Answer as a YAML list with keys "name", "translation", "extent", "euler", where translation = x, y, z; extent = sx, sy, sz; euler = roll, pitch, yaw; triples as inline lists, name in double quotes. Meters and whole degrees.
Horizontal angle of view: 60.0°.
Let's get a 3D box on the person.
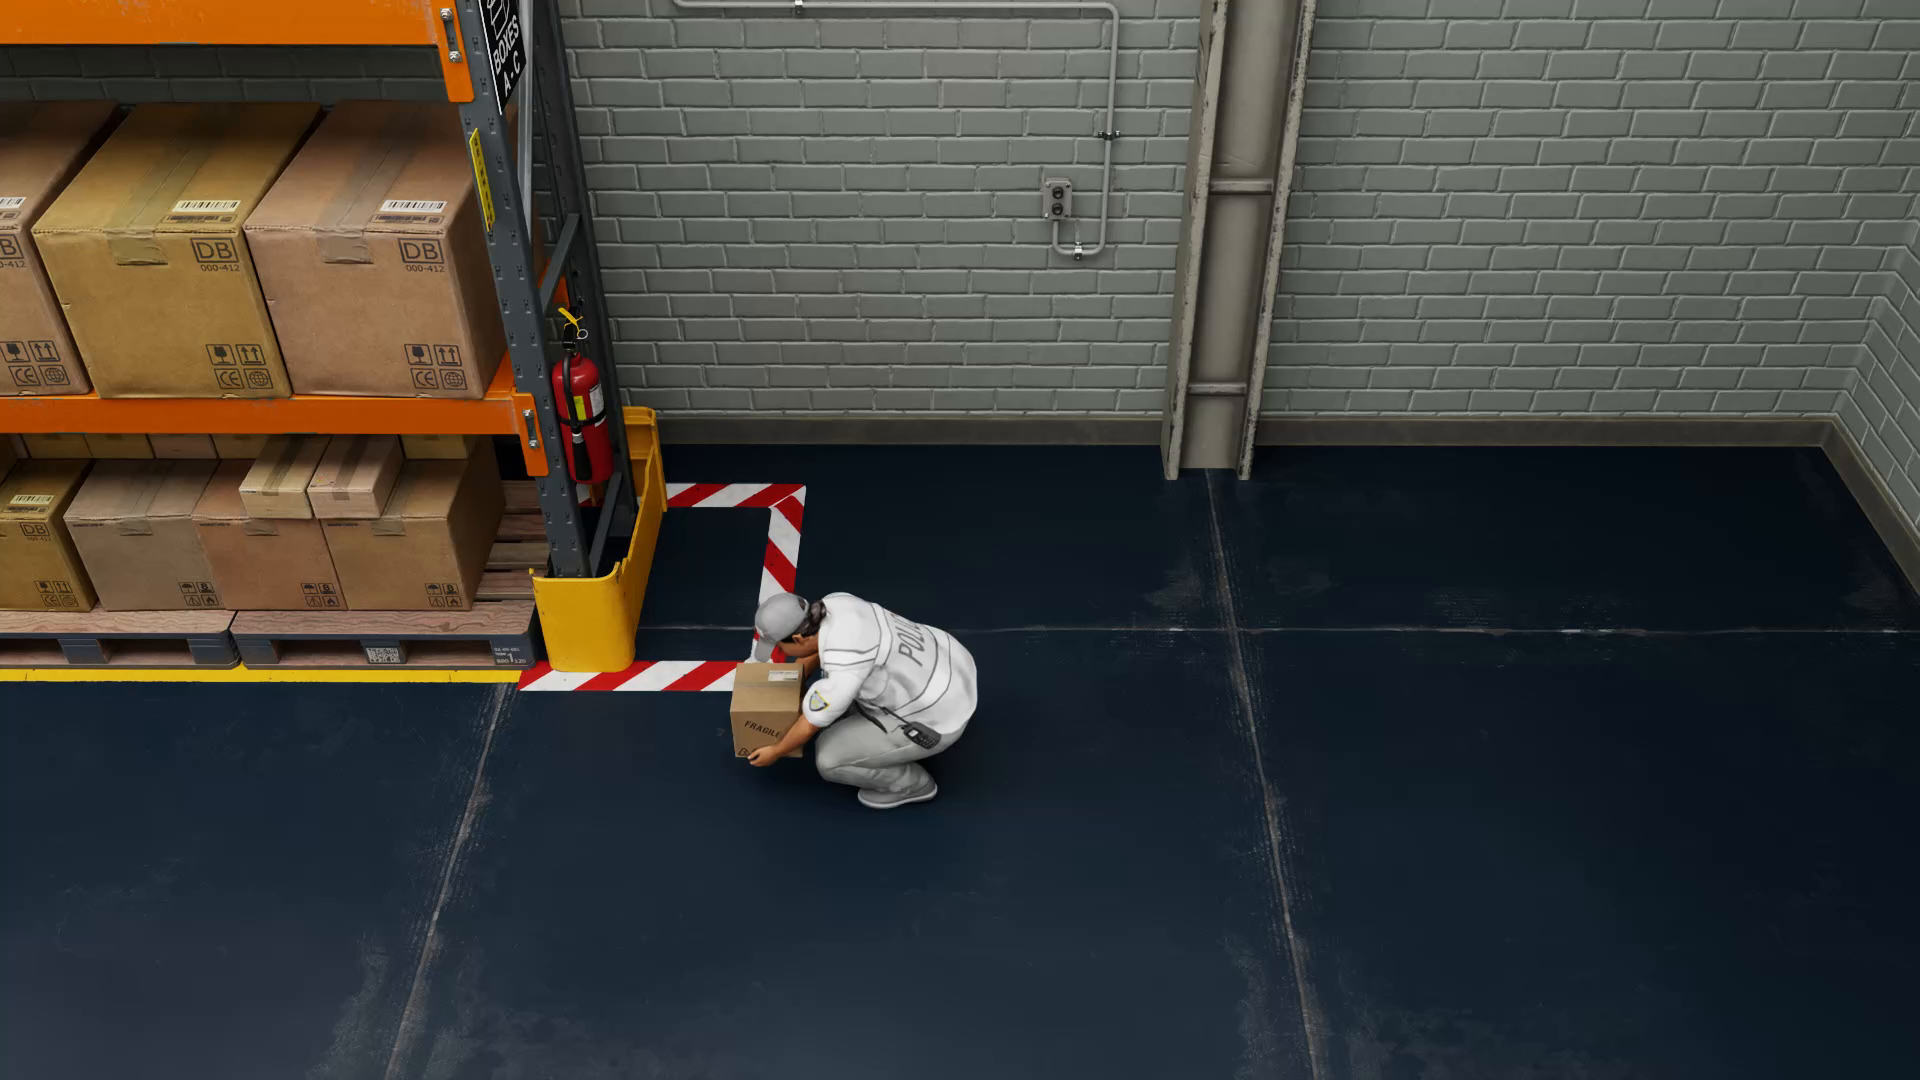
- name: "person"
  translation: [-0.360, 0.532, 6.099]
  extent: [0.849, 0.934, 0.529]
  euler: [0, 40, 0]
